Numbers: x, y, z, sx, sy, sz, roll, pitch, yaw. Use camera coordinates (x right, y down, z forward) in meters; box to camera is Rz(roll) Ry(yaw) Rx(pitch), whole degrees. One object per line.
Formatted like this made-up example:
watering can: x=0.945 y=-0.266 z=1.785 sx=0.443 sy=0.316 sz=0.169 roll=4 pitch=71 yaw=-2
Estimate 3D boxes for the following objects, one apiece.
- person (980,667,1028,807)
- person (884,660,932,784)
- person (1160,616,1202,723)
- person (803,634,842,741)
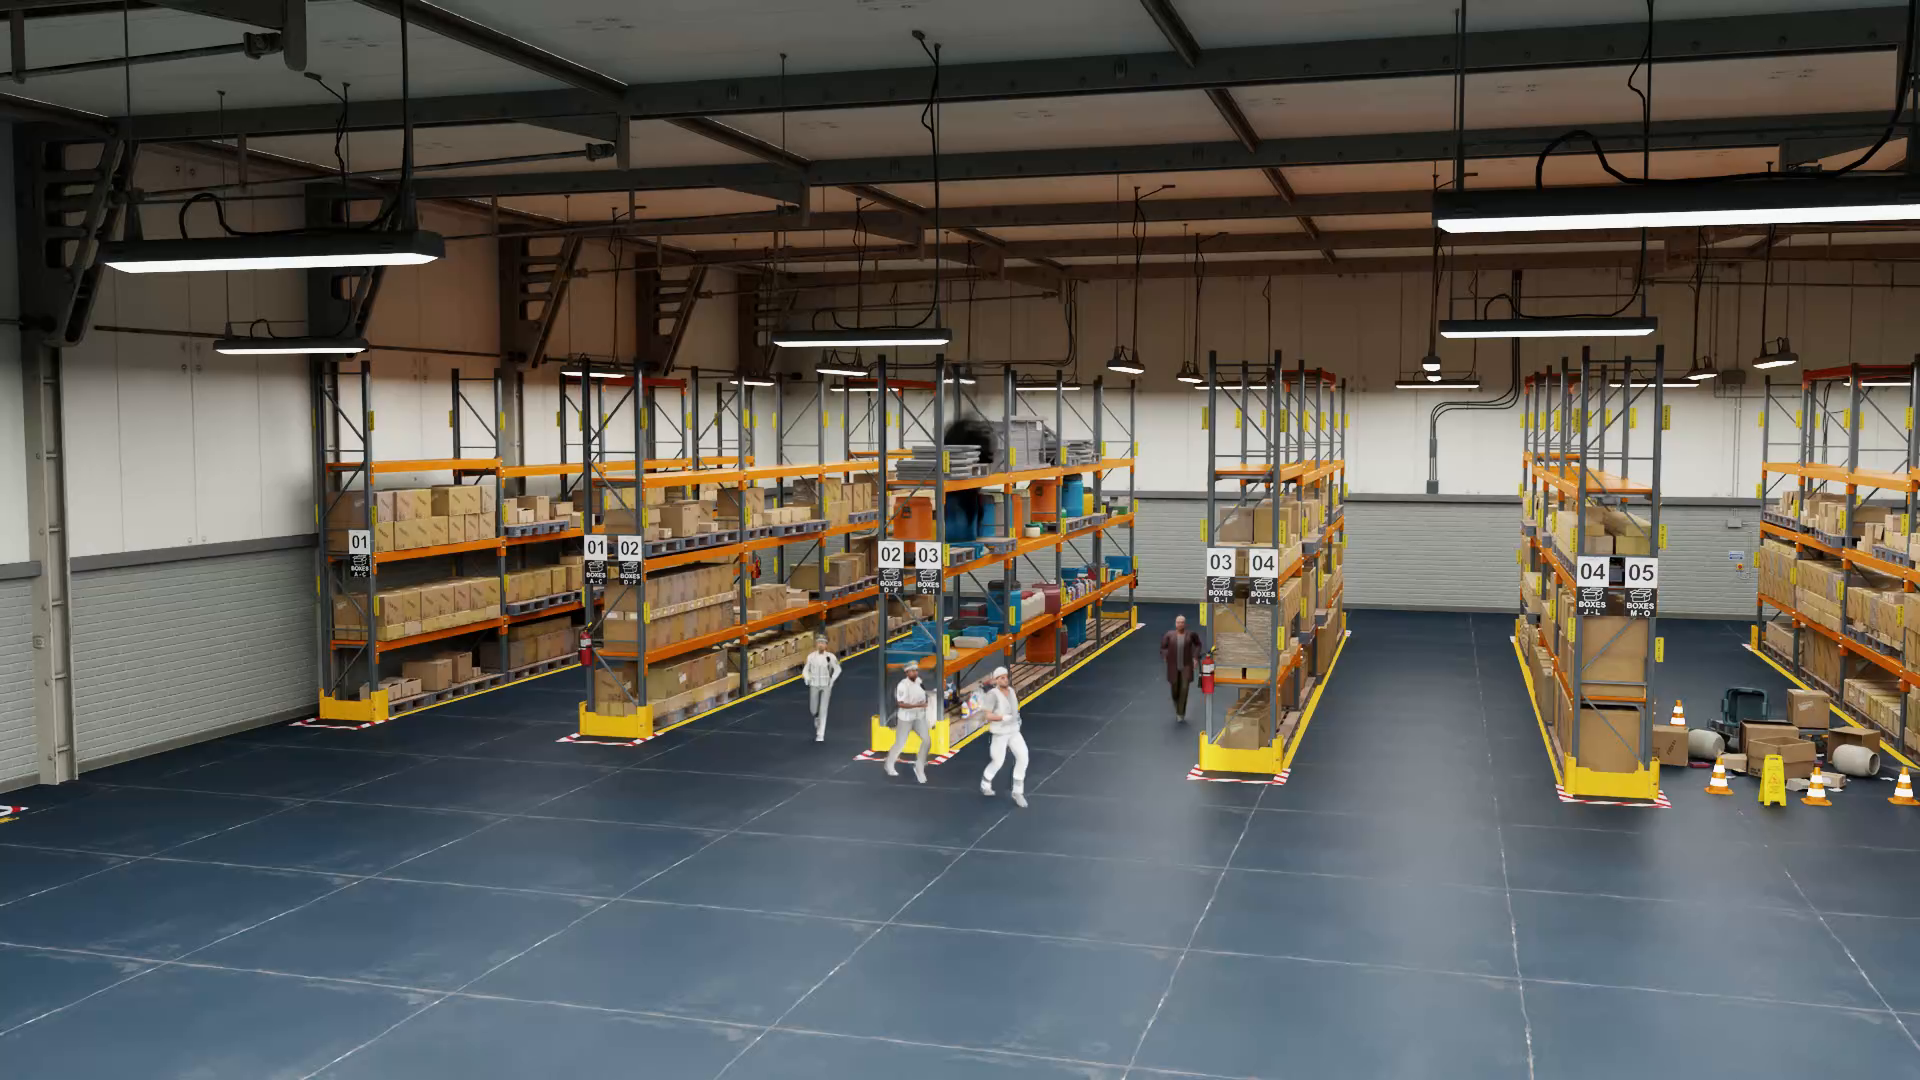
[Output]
person: x=0.585 y=2.567 z=21.842 sx=0.669 sy=1.820 sz=0.792 roll=-3 pitch=5 yaw=-36
person: x=-0.680 y=2.511 z=23.120 sx=0.588 sy=1.734 sz=0.875 roll=-3 pitch=5 yaw=-37
person: x=3.707 y=2.135 z=27.909 sx=0.698 sy=1.753 sz=0.892 roll=1 pitch=4 yaw=9
person: x=-2.180 y=2.303 z=26.172 sx=0.613 sy=1.650 sz=0.725 roll=0 pitch=4 yaw=2
